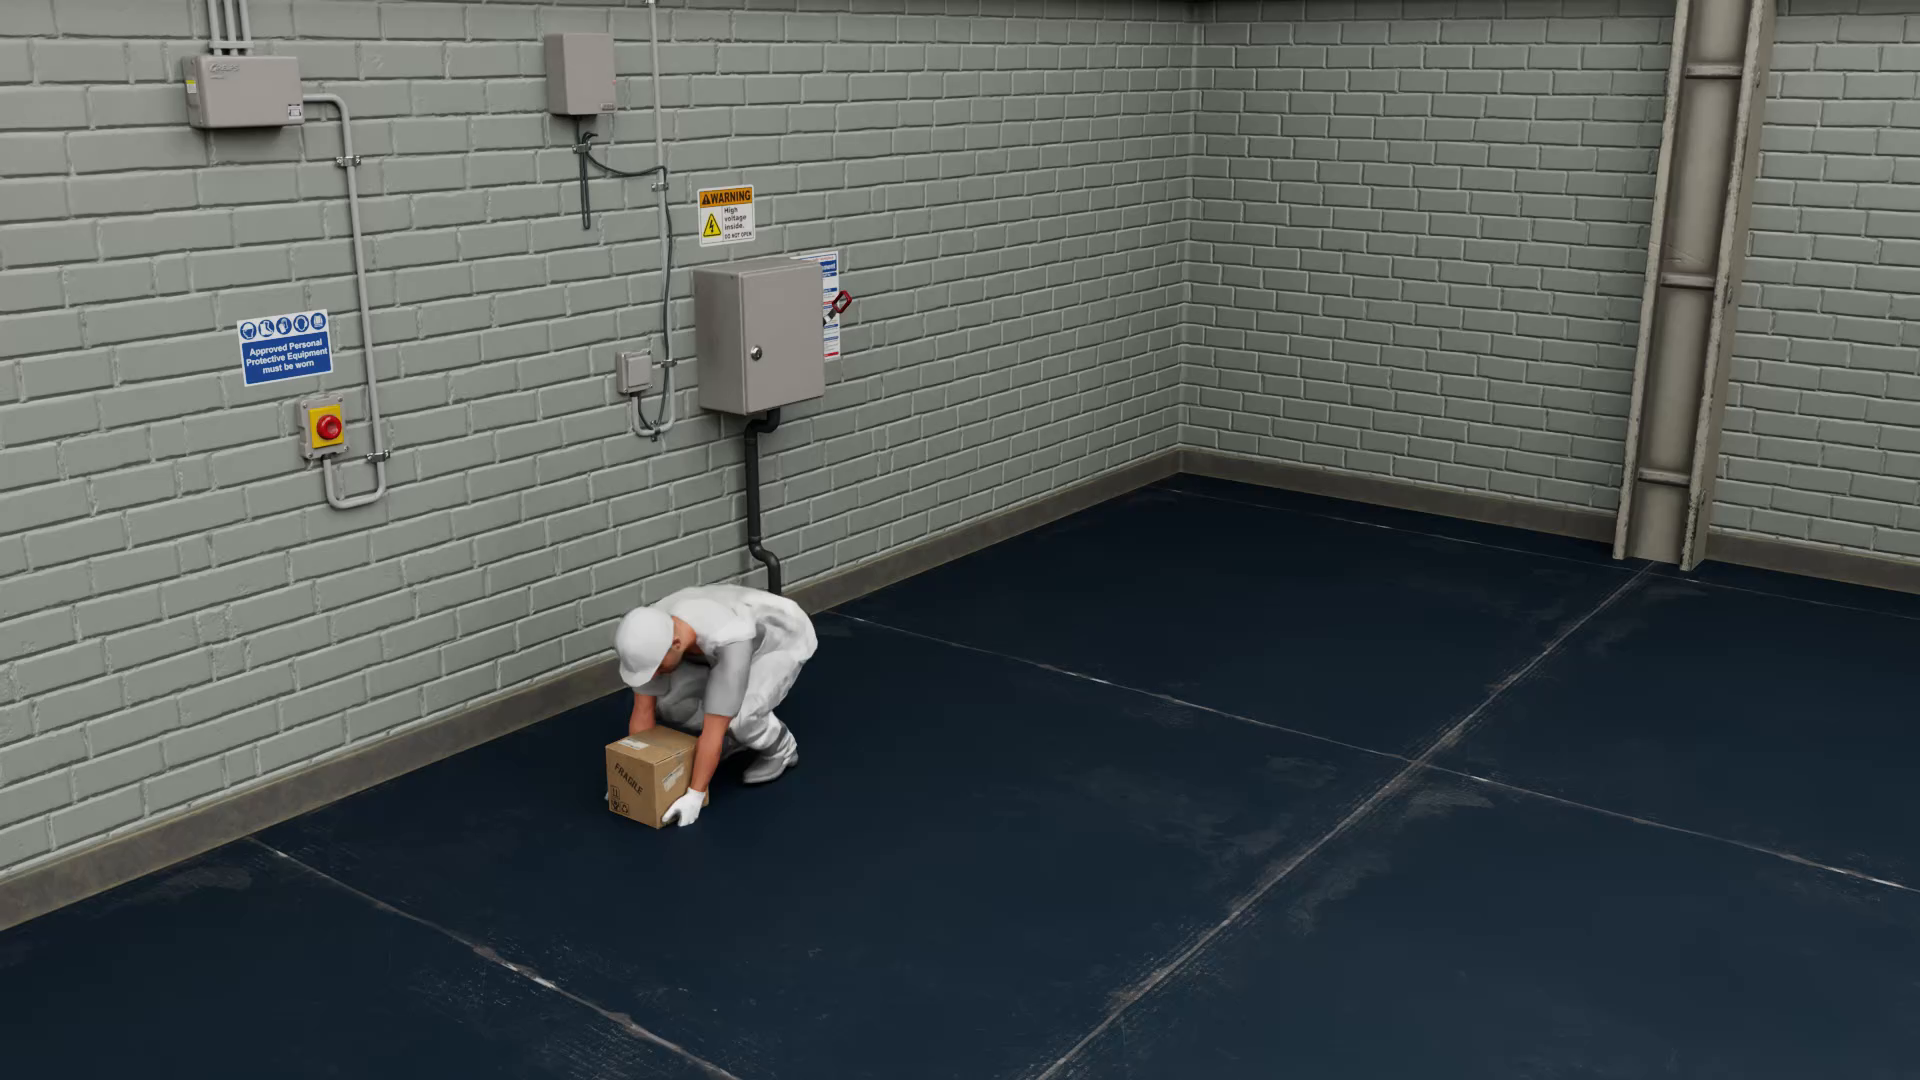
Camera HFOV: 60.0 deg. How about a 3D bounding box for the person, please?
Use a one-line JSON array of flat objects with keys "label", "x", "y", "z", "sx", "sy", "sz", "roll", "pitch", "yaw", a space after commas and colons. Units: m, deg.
[{"label": "person", "x": -0.901, "y": 0.552, "z": 6.043, "sx": 0.543, "sy": 0.861, "sz": 0.931, "roll": 11, "pitch": 20, "yaw": 34}]
